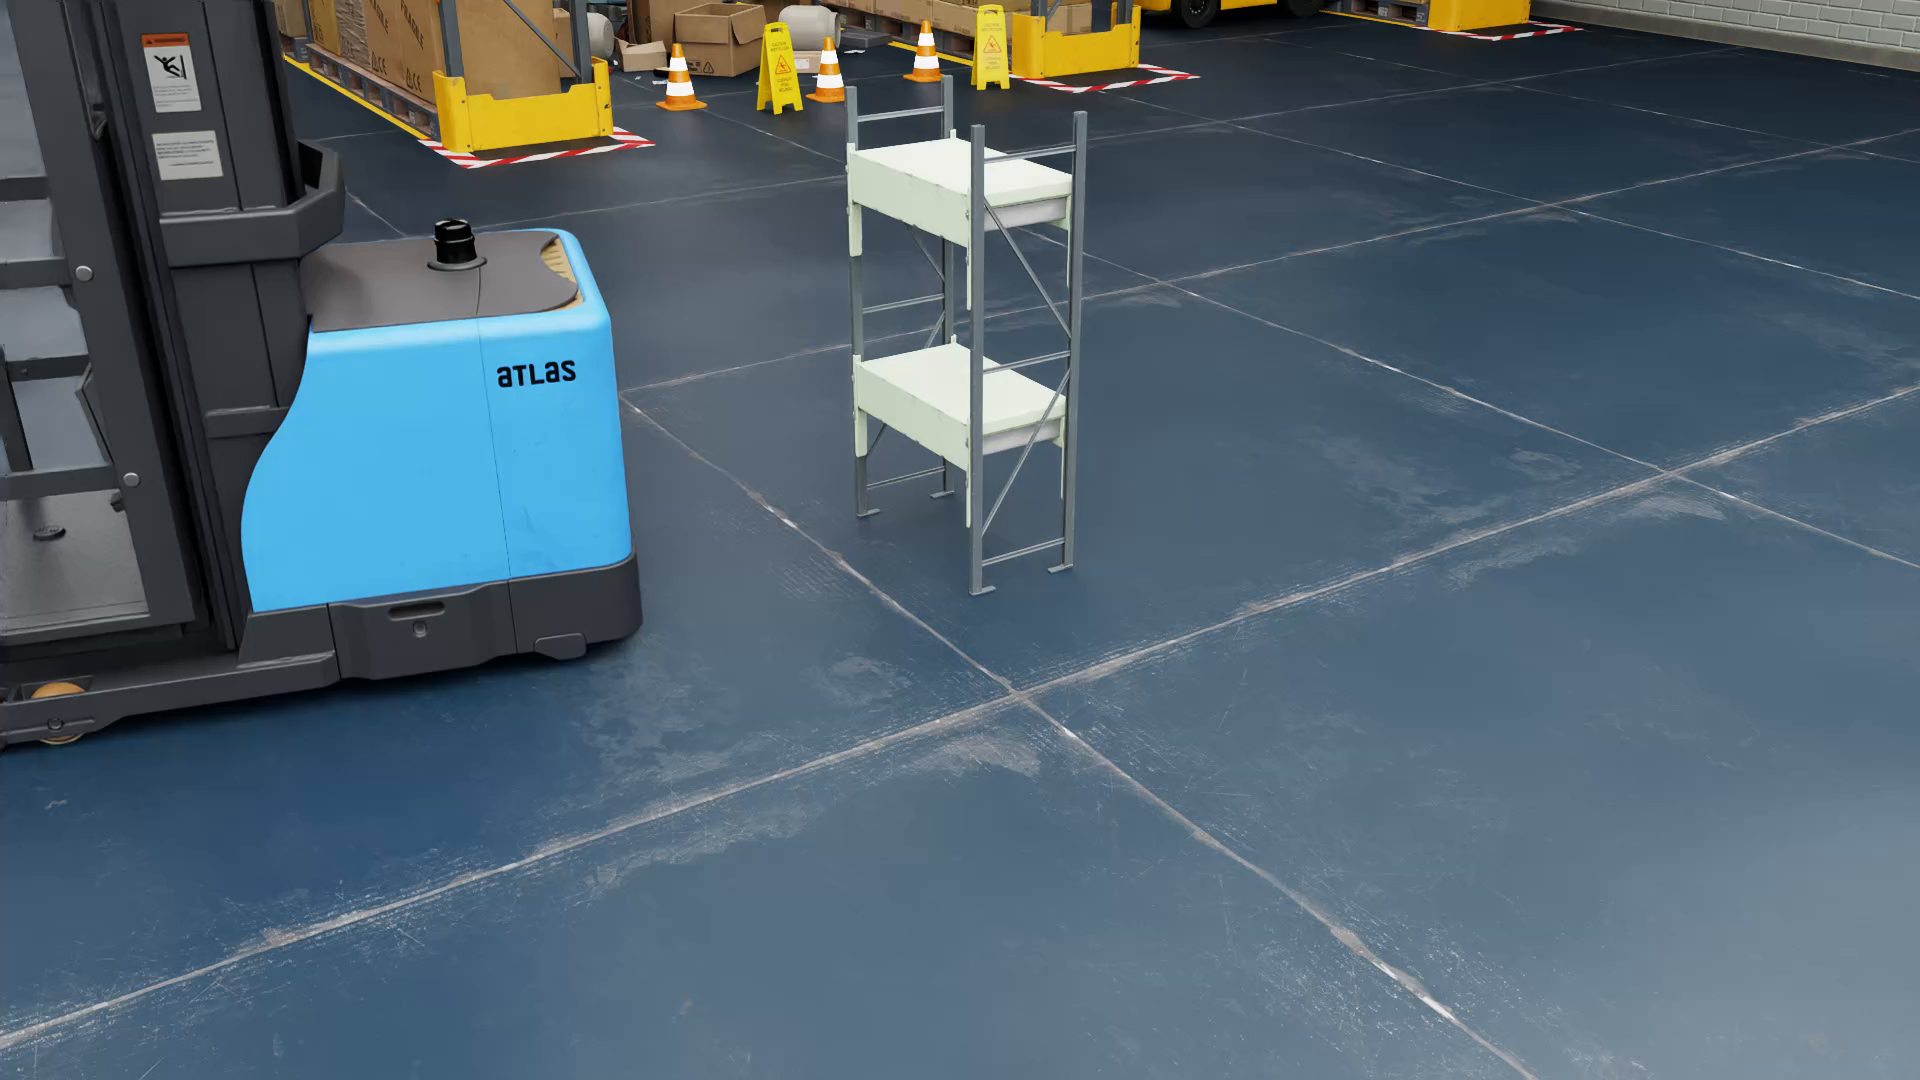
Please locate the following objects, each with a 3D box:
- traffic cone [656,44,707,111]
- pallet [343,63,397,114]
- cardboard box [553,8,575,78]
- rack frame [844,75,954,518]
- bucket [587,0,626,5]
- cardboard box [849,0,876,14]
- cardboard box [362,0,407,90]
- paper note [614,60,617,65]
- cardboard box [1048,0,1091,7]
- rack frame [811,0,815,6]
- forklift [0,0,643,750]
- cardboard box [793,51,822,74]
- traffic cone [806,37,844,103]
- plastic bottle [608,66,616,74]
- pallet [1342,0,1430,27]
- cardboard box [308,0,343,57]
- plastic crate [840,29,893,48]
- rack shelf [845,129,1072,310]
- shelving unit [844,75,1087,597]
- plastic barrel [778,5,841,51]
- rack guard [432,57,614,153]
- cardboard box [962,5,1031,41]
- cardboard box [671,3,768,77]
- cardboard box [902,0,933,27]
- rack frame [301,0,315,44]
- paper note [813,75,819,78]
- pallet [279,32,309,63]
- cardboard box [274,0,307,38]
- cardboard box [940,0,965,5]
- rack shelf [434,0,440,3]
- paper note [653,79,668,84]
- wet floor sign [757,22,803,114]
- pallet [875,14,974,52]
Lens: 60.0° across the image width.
[{"bbox_3d":[-2.154,-3.567,12.763,0.336,0.463,0.334,-16,29,-30],"label":"traffic cone"},{"bbox_3d":[-4.217,-3.636,13.204,1.003,0.211,1.213,-16,29,-30],"label":"pallet"},{"bbox_3d":[-3.530,-4.178,14.013,0.500,0.500,0.500,-10,27,-21],"label":"cardboard box"},{"bbox_3d":[-0.196,-0.807,5.702,0.400,1.500,0.023,-16,29,-30],"label":"rack frame"},{"bbox_3d":[-3.231,-5.319,15.558,0.726,0.611,0.620,-6,16,-12],"label":"bucket"},{"bbox_3d":[-0.748,-5.298,16.187,0.500,0.250,0.500,-14,29,-27],"label":"cardboard box"},{"bbox_3d":[-3.961,-3.963,12.629,0.875,0.875,0.875,-16,30,-30],"label":"cardboard box"},{"bbox_3d":[-2.963,-4.218,14.659,0.172,0.023,0.155,-6,26,-12],"label":"paper note"},{"bbox_3d":[0.817,-5.030,14.741,0.500,0.500,0.500,-17,30,-31],"label":"cardboard box"},{"bbox_3d":[-1.145,-6.813,16.669,1.000,3.000,0.127,-16,29,-30],"label":"rack frame"},{"bbox_3d":[-2.538,-0.992,4.419,3.031,2.935,1.130,-8,26,-16],"label":"forklift"},{"bbox_3d":[-1.369,-4.091,14.242,0.380,0.149,0.250,-1,25,-3],"label":"cardboard box"},{"bbox_3d":[-1.021,-3.708,13.064,0.336,0.463,0.334,-16,29,-30],"label":"traffic cone"},{"bbox_3d":[-3.062,-3.983,14.115,0.133,0.061,0.283,18,31,33],"label":"plastic bottle"},{"bbox_3d":[4.743,-5.544,17.246,1.003,0.211,1.213,-16,29,-30],"label":"pallet"},{"bbox_3d":[-4.952,-4.612,14.002,0.875,0.875,0.875,-15,29,-29],"label":"cardboard box"},{"bbox_3d":[-0.975,-4.740,15.698,0.583,0.080,0.402,18,31,33],"label":"plastic crate"},{"bbox_3d":[0.004,-1.029,5.258,0.431,0.370,0.720,-16,29,-30],"label":"rack shelf"},{"bbox_3d":[0.004,-0.676,5.425,0.431,1.500,0.755,-16,29,-30],"label":"shelving unit"},{"bbox_3d":[-1.357,-4.604,15.006,0.512,0.421,0.421,3,25,6],"label":"plastic barrel"},{"bbox_3d":[-3.040,-3.054,11.634,1.175,0.500,0.348,-16,29,-30],"label":"rack guard"},{"bbox_3d":[0.359,-4.564,14.634,0.500,0.250,0.500,-16,29,-30],"label":"cardboard box"},{"bbox_3d":[-2.041,-4.292,14.252,0.637,0.503,0.797,7,26,15],"label":"cardboard box"},{"bbox_3d":[-0.194,-4.929,15.406,0.500,0.250,0.500,-17,30,-31],"label":"cardboard box"},{"bbox_3d":[-5.237,-5.624,14.149,1.000,3.000,0.127,-16,29,-30],"label":"rack frame"},{"bbox_3d":[-1.145,-3.914,14.006,0.142,0.019,0.148,18,31,33],"label":"paper note"},{"bbox_3d":[-5.721,-4.621,15.292,1.003,0.211,1.213,-16,29,-30],"label":"pallet"},{"bbox_3d":[-5.651,-4.997,14.966,1.050,0.750,0.750,-16,29,-30],"label":"cardboard box"},{"bbox_3d":[0.095,-5.080,14.848,0.500,0.500,0.500,-14,29,-28],"label":"cardboard box"},{"bbox_3d":[-4.145,-4.583,12.787,1.077,0.370,4.000,-16,29,-30],"label":"rack shelf"},{"bbox_3d":[-2.464,-3.791,13.747,0.144,0.017,0.142,-6,26,-12],"label":"paper note"},{"bbox_3d":[-1.379,-3.579,12.576,0.267,0.644,0.232,-22,33,-38],"label":"wet floor sign"},{"bbox_3d":[-0.079,-4.884,15.848,1.003,0.211,1.213,-16,29,-30],"label":"pallet"}]
